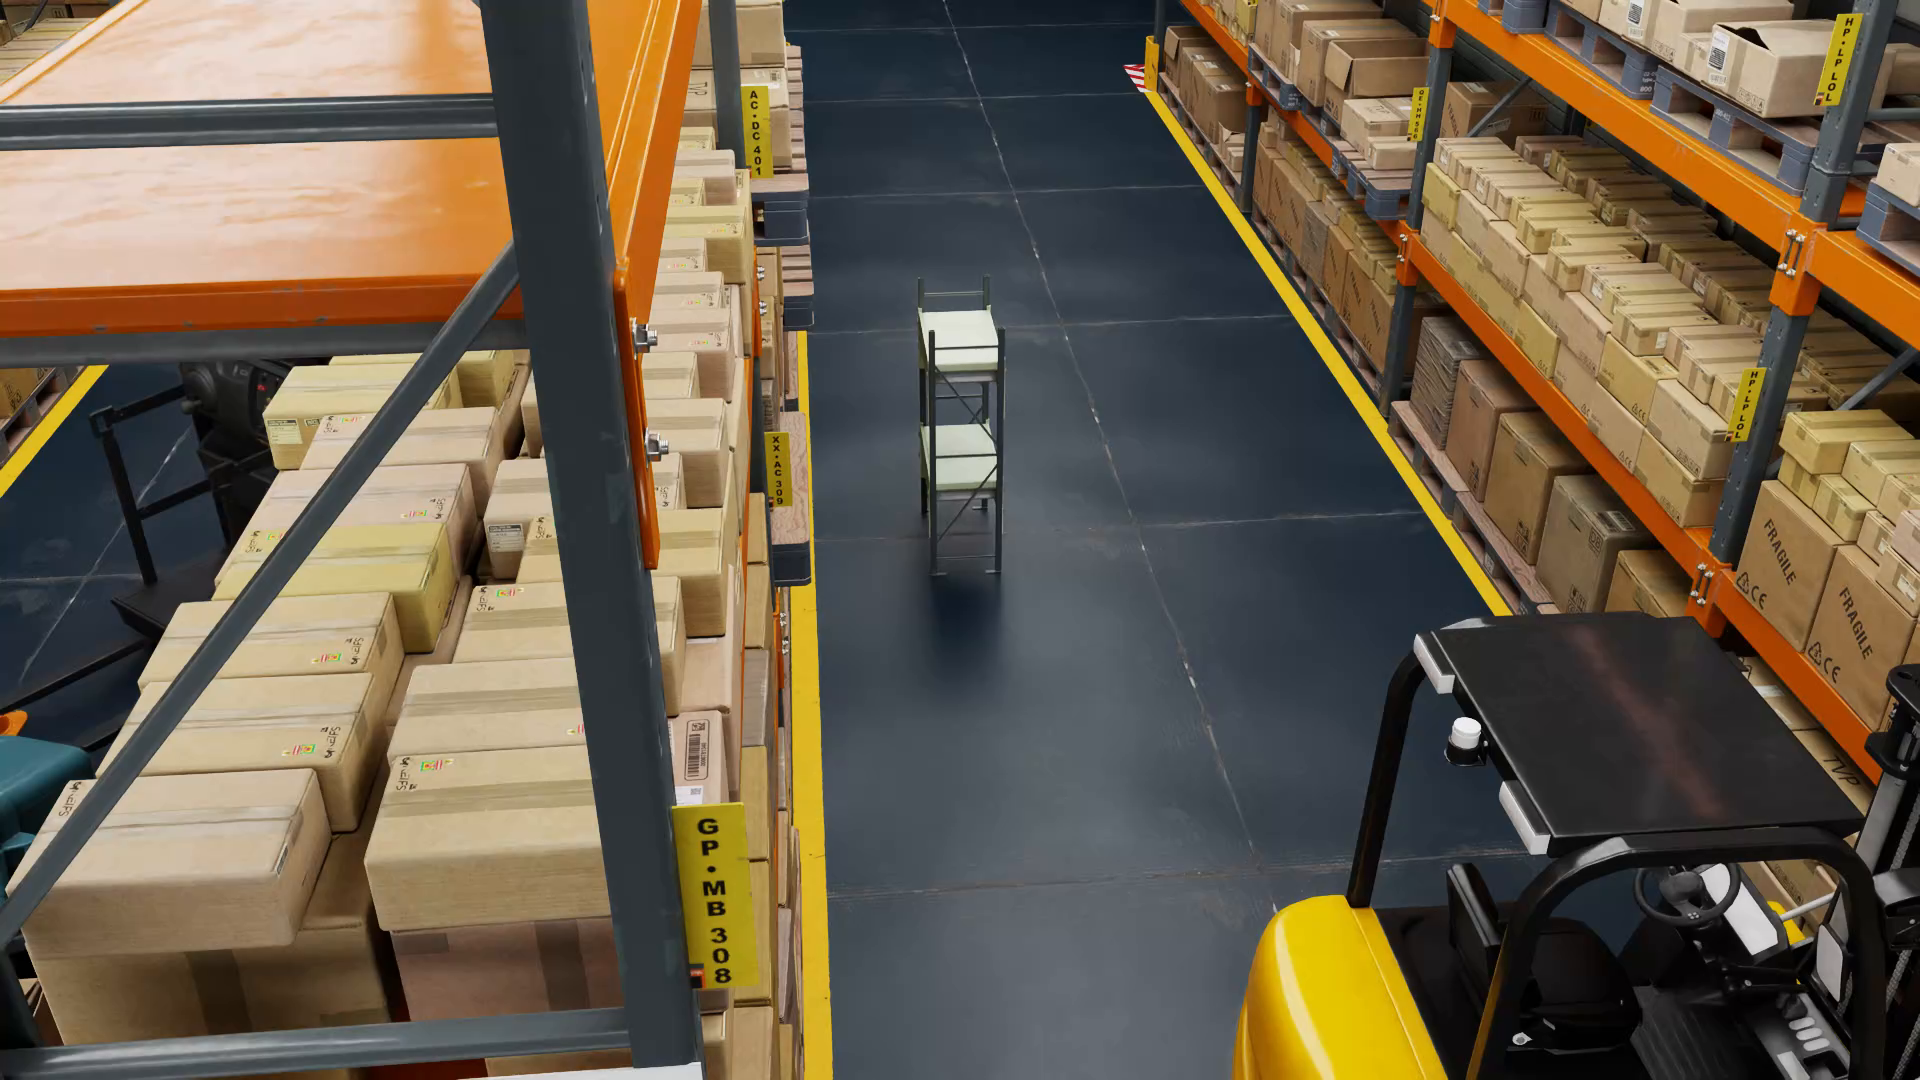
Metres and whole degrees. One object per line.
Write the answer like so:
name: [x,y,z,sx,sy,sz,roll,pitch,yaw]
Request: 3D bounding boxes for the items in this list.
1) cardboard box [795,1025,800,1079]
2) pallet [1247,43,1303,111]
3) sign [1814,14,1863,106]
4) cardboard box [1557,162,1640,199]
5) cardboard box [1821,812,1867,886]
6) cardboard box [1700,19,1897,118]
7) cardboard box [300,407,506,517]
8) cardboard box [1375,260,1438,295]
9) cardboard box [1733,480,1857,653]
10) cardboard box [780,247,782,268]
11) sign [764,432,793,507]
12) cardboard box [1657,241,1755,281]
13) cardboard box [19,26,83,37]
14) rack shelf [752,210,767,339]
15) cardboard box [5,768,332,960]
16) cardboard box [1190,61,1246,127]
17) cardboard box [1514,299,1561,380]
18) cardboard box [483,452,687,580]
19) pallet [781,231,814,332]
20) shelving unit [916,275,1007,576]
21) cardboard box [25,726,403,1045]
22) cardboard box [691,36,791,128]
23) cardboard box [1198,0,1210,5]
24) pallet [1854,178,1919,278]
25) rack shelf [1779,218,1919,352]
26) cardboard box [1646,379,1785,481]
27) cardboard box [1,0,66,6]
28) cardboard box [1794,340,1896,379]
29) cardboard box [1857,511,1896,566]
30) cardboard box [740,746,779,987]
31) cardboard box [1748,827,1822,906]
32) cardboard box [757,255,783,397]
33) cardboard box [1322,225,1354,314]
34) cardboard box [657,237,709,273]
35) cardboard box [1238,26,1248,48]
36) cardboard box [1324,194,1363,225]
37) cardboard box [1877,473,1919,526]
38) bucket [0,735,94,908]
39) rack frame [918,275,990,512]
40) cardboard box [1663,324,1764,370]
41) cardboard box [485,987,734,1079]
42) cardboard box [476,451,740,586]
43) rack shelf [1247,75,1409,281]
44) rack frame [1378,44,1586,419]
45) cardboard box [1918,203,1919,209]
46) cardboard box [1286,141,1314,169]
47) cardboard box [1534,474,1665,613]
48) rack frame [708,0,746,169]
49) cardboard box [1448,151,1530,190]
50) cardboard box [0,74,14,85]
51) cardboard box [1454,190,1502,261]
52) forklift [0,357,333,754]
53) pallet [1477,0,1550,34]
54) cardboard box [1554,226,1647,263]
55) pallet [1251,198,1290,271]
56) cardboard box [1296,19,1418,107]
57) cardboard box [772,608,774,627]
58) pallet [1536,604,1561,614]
cardboard box: [-0.819,1.951,5.831,0.500,0.250,0.500,-2,31,-4]
pallet: [2.916,-3.698,13.203,1.003,0.211,1.213,-3,31,-5]
sign: [3.158,-1.723,5.974,0.100,0.325,0.005,-3,31,-5]
cardboard box: [3.655,-2.053,9.532,0.380,0.149,0.250,-3,31,-5]
cardboard box: [3.526,1.239,6.048,0.500,0.250,0.500,-2,31,-3]
cardboard box: [3.387,-1.940,6.727,0.500,0.311,0.500,-4,31,-6]
cardboard box: [-1.210,-0.163,3.640,0.380,0.149,0.250,-4,31,-6]
cardboard box: [3.025,-1.777,11.196,0.380,0.149,0.250,-4,31,-7]
cardboard box: [3.479,0.087,6.582,0.500,0.500,0.500,-4,31,-6]
cardboard box: [-1.188,-1.568,9.286,0.380,0.149,0.250,-3,31,-5]
sign: [-0.705,-0.271,6.435,0.100,0.325,0.005,-3,31,-5]
cardboard box: [3.782,-1.401,8.441,0.380,0.149,0.250,-2,31,-4]
cardboard box: [-6.653,-3.660,12.208,0.380,0.149,0.250,-4,31,-6]
rack shelf: [-1.431,-1.870,7.731,1.077,0.370,4.000,-3,31,-5]
cardboard box: [-1.196,0.492,2.544,0.380,0.149,0.250,-2,31,-4]
cardboard box: [2.530,-4.313,16.074,0.500,0.500,0.500,-2,31,-4]
cardboard box: [3.266,-1.064,8.753,0.500,0.250,0.500,-2,31,-3]
cardboard box: [-0.770,-0.053,3.456,0.380,0.149,0.250,-3,31,-5]
pallet: [-1.445,-1.471,9.474,1.213,0.211,1.003,-3,31,-5]
shelving unit: [0.001,-0.640,9.360,0.431,1.500,0.755,-3,31,-5]
cardboard box: [-1.187,0.573,2.796,0.500,0.250,0.500,-3,31,-5]
cardboard box: [-0.948,-1.850,6.733,0.500,0.250,0.500,-3,31,-5]
cardboard box: [2.450,-5.154,15.698,0.380,0.149,0.250,-2,31,-3]
pallet: [3.803,-0.925,5.535,1.003,0.211,1.213,-3,31,-5]
rack shelf: [3.884,-0.067,4.714,1.077,0.370,4.000,-3,31,-5]
cardboard box: [3.397,-0.498,7.317,0.500,0.250,0.500,-3,31,-6]
cardboard box: [-7.224,-4.492,12.983,0.500,0.500,0.500,-4,31,-6]
cardboard box: [3.905,-0.760,7.367,0.380,0.149,0.250,-4,31,-6]
cardboard box: [3.543,0.008,6.081,0.380,0.149,0.250,-3,31,-5]
cardboard box: [-0.795,0.963,4.825,0.500,0.500,0.500,-3,31,-6]
cardboard box: [3.484,1.195,6.609,0.500,0.250,0.500,-3,31,-5]
cardboard box: [-1.082,-0.982,7.673,0.500,0.500,0.500,-3,31,-5]
cardboard box: [2.982,-1.987,12.180,0.500,0.500,0.500,-1,31,-2]
cardboard box: [-0.884,-0.709,4.555,0.380,0.149,0.250,-3,31,-6]
cardboard box: [2.623,-4.369,14.384,0.380,0.149,0.250,-2,31,-3]
cardboard box: [2.929,-2.456,12.331,0.380,0.149,0.250,-4,31,-7]
cardboard box: [3.579,-0.123,6.010,0.380,0.149,0.250,-3,31,-6]
bucket: [-3.855,1.131,6.642,0.726,0.611,0.620,8,22,13]
rack frame: [-0.034,-0.827,9.673,0.400,1.500,0.023,-3,31,-5]
cardboard box: [3.432,-0.853,7.523,0.380,0.149,0.250,-3,31,-5]
cardboard box: [-0.578,0.808,2.792,0.380,0.149,0.250,-3,31,-5]
cardboard box: [-0.762,0.032,3.703,0.500,0.250,0.500,-2,31,-3]
rack shelf: [3.137,-2.864,12.321,1.077,0.370,4.000,-3,31,-5]
rack frame: [3.324,-2.152,10.427,1.000,3.000,0.127,-3,31,-5]
cardboard box: [3.533,-1.146,5.398,0.500,0.311,0.500,-2,31,-4]
cardboard box: [2.857,-3.115,13.436,0.380,0.149,0.250,-4,31,-7]
cardboard box: [3.573,0.067,8.618,0.875,0.625,0.625,-3,31,-5]
rack frame: [-1.244,-2.445,5.068,1.000,3.000,0.127,-3,31,-5]
cardboard box: [3.086,-2.160,9.711,0.380,0.149,0.250,-2,31,-4]
cardboard box: [-6.531,-2.995,11.094,0.380,0.149,0.250,-3,31,-5]
cardboard box: [3.168,-1.808,9.510,0.500,0.250,0.500,-2,31,-3]
forklift: [-3.666,-0.692,8.051,1.130,2.935,3.031,20,36,30]
pallet: [3.476,-3.016,9.133,1.213,0.211,1.003,-1,31,-2]
cardboard box: [3.312,-1.510,8.622,0.380,0.149,0.250,-3,31,-5]
pallet: [3.064,-2.583,13.869,1.003,0.211,1.213,-3,31,-5]
cardboard box: [2.894,-3.494,12.168,0.700,0.500,0.500,-3,31,-5]
cardboard box: [-0.911,0.388,6.421,0.380,0.149,0.250,-3,31,-5]
pallet: [3.590,0.713,8.350,1.003,0.211,1.213,-3,31,-5]
